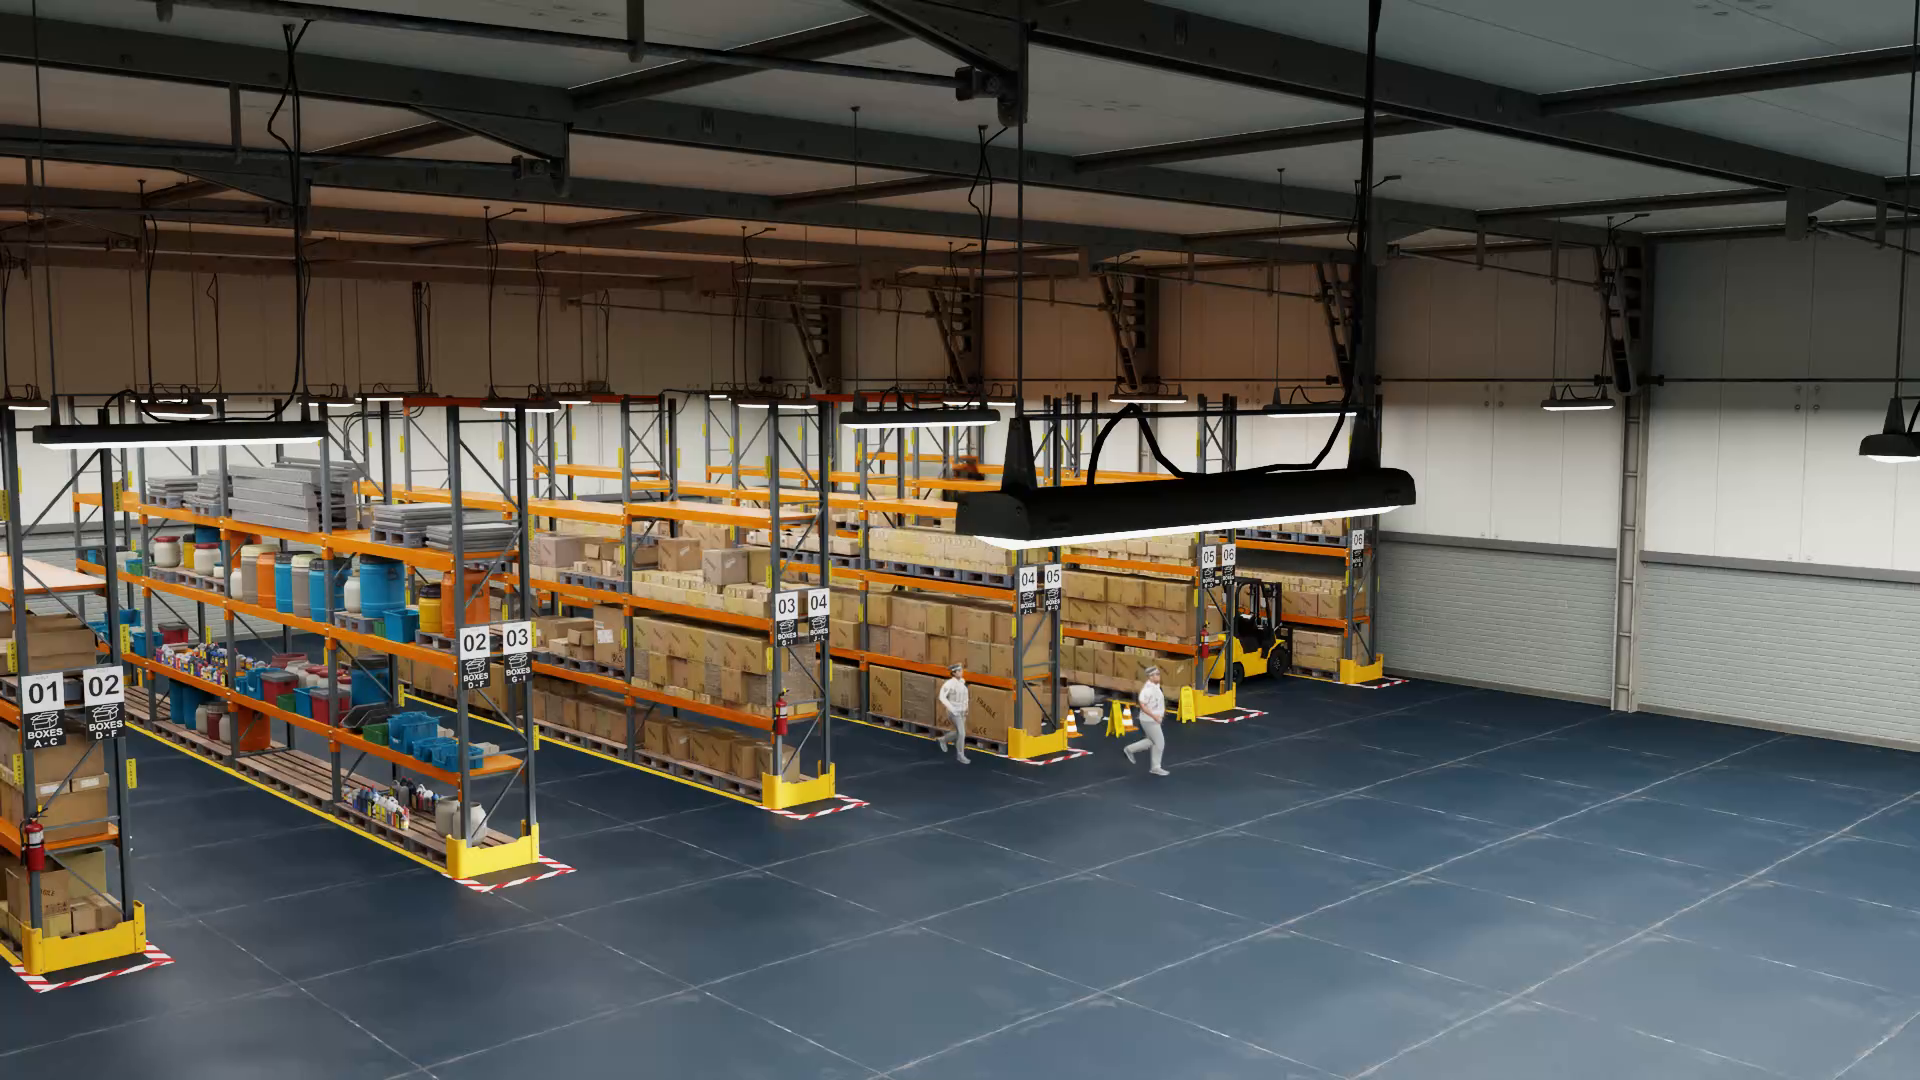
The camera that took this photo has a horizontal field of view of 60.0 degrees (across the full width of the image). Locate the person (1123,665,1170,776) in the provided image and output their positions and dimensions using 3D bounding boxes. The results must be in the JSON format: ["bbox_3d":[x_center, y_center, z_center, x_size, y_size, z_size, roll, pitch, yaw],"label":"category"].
[{"bbox_3d":[2.997,2.874,26.707,0.773,1.780,0.657,1,6,15],"label":"person"}]

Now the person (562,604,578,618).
[{"bbox_3d":[-9.636,1.547,41.096,0.534,1.669,0.742,0,6,2],"label":"person"}]

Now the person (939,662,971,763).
[{"bbox_3d":[-0.106,2.846,27.604,0.665,1.678,0.624,4,7,38],"label":"person"}]
